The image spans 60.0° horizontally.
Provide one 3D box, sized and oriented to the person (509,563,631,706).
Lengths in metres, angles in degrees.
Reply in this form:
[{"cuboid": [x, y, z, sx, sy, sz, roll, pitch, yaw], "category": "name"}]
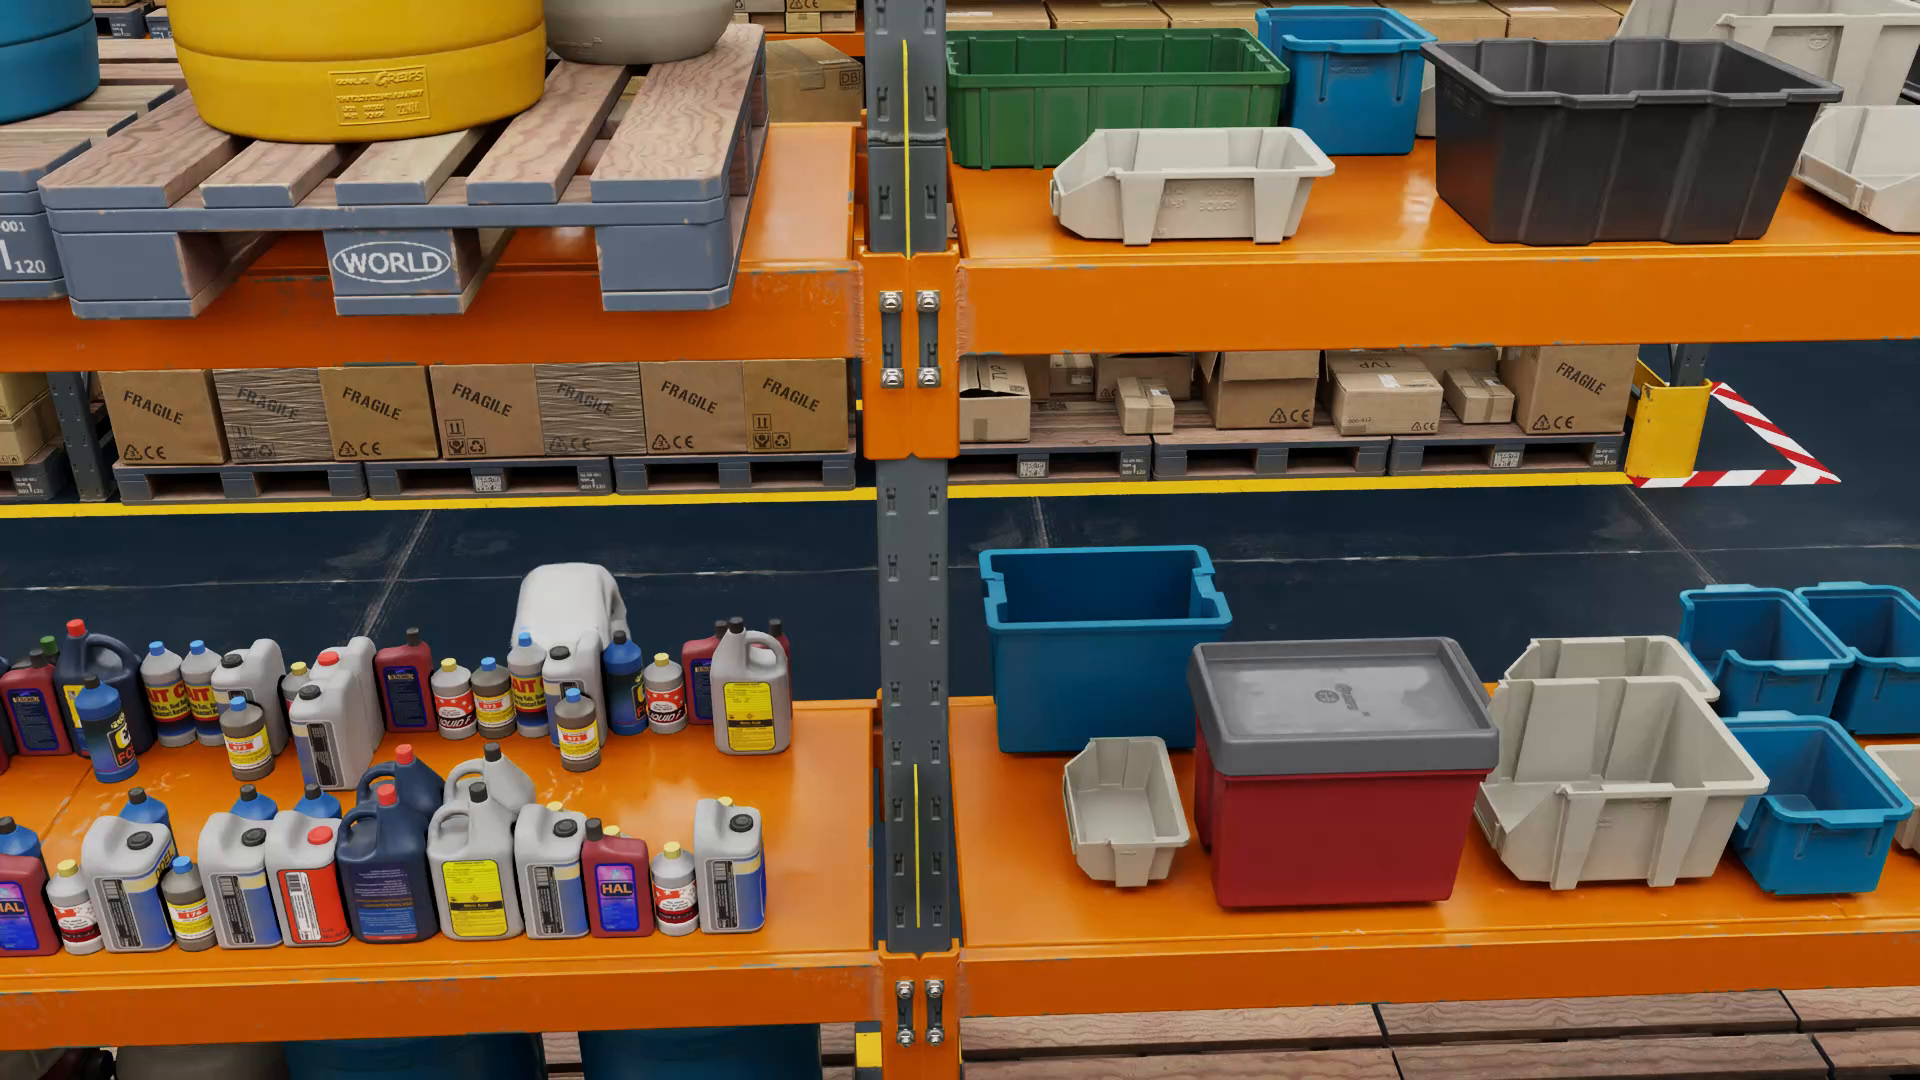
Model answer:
[{"cuboid": [-1.309, 0.647, 5.616, 0.446, 0.998, 0.866, -2, 28, -5], "category": "person"}]
